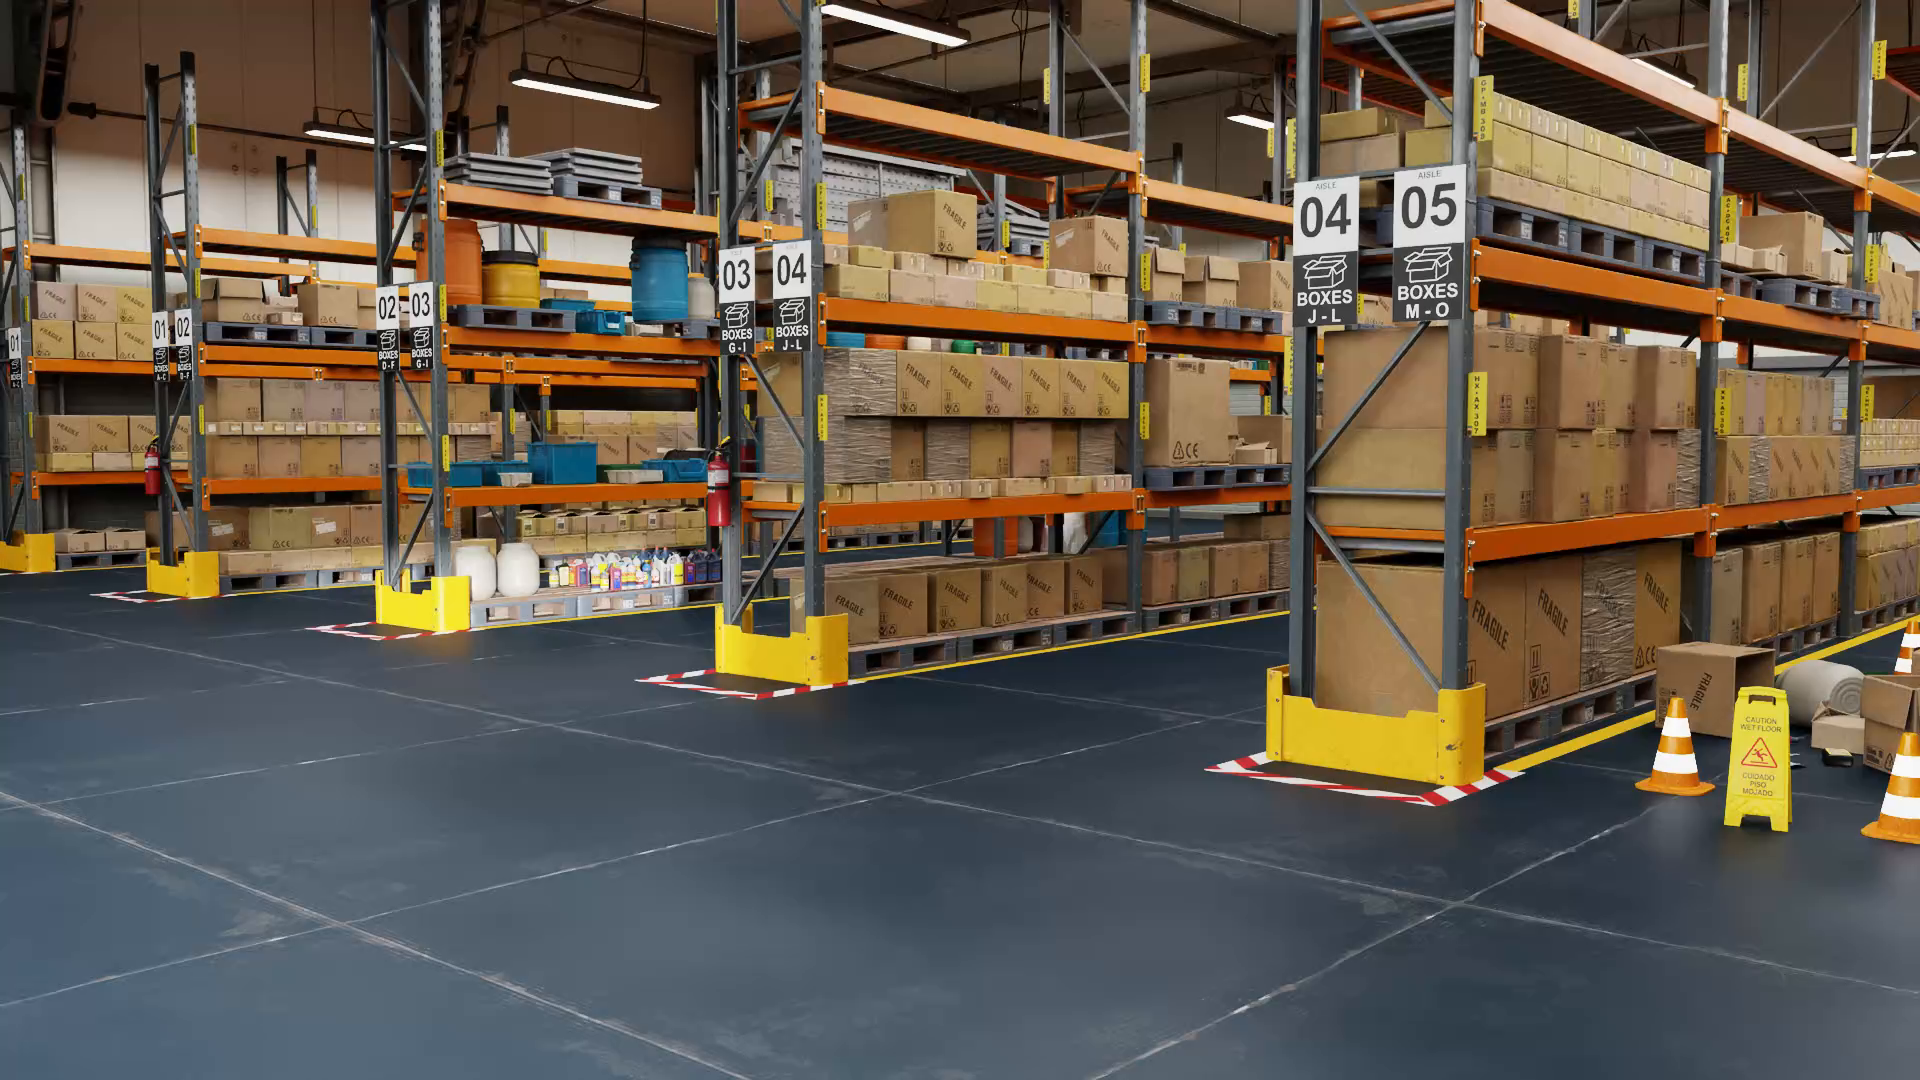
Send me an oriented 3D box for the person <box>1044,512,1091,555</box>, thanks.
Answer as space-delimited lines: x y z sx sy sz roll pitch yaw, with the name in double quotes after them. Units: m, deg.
1.137 -0.118 17.284 0.553 1.665 0.468 3 5 38 "person"
